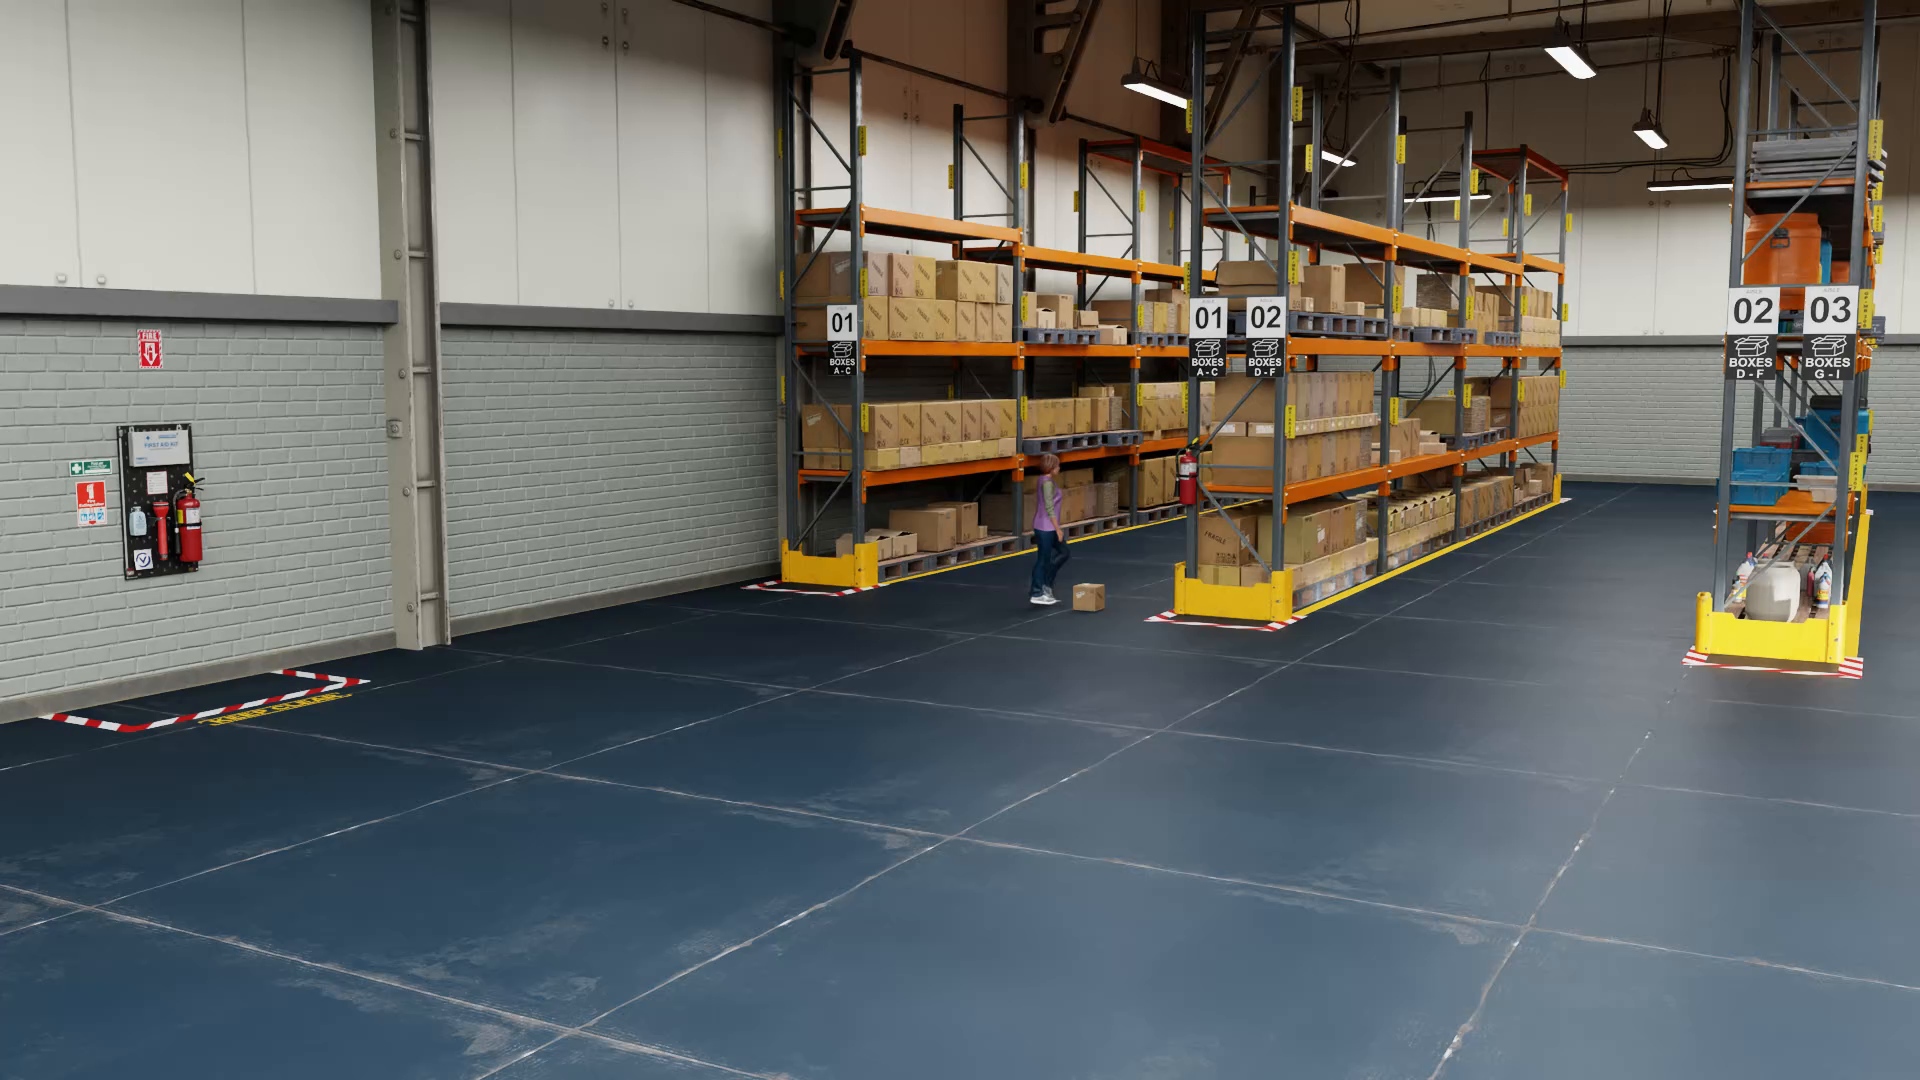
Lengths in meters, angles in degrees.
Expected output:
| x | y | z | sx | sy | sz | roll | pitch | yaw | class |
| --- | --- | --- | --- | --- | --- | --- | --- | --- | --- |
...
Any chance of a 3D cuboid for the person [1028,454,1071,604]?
| x | y | z | sx | sy | sz | roll | pitch | yaw | class |
| --- | --- | --- | --- | --- | --- | --- | --- | --- | --- |
| 0.939 | -0.110 | 17.434 | 0.444 | 1.599 | 0.472 | 0 | 6 | 4 | person |
